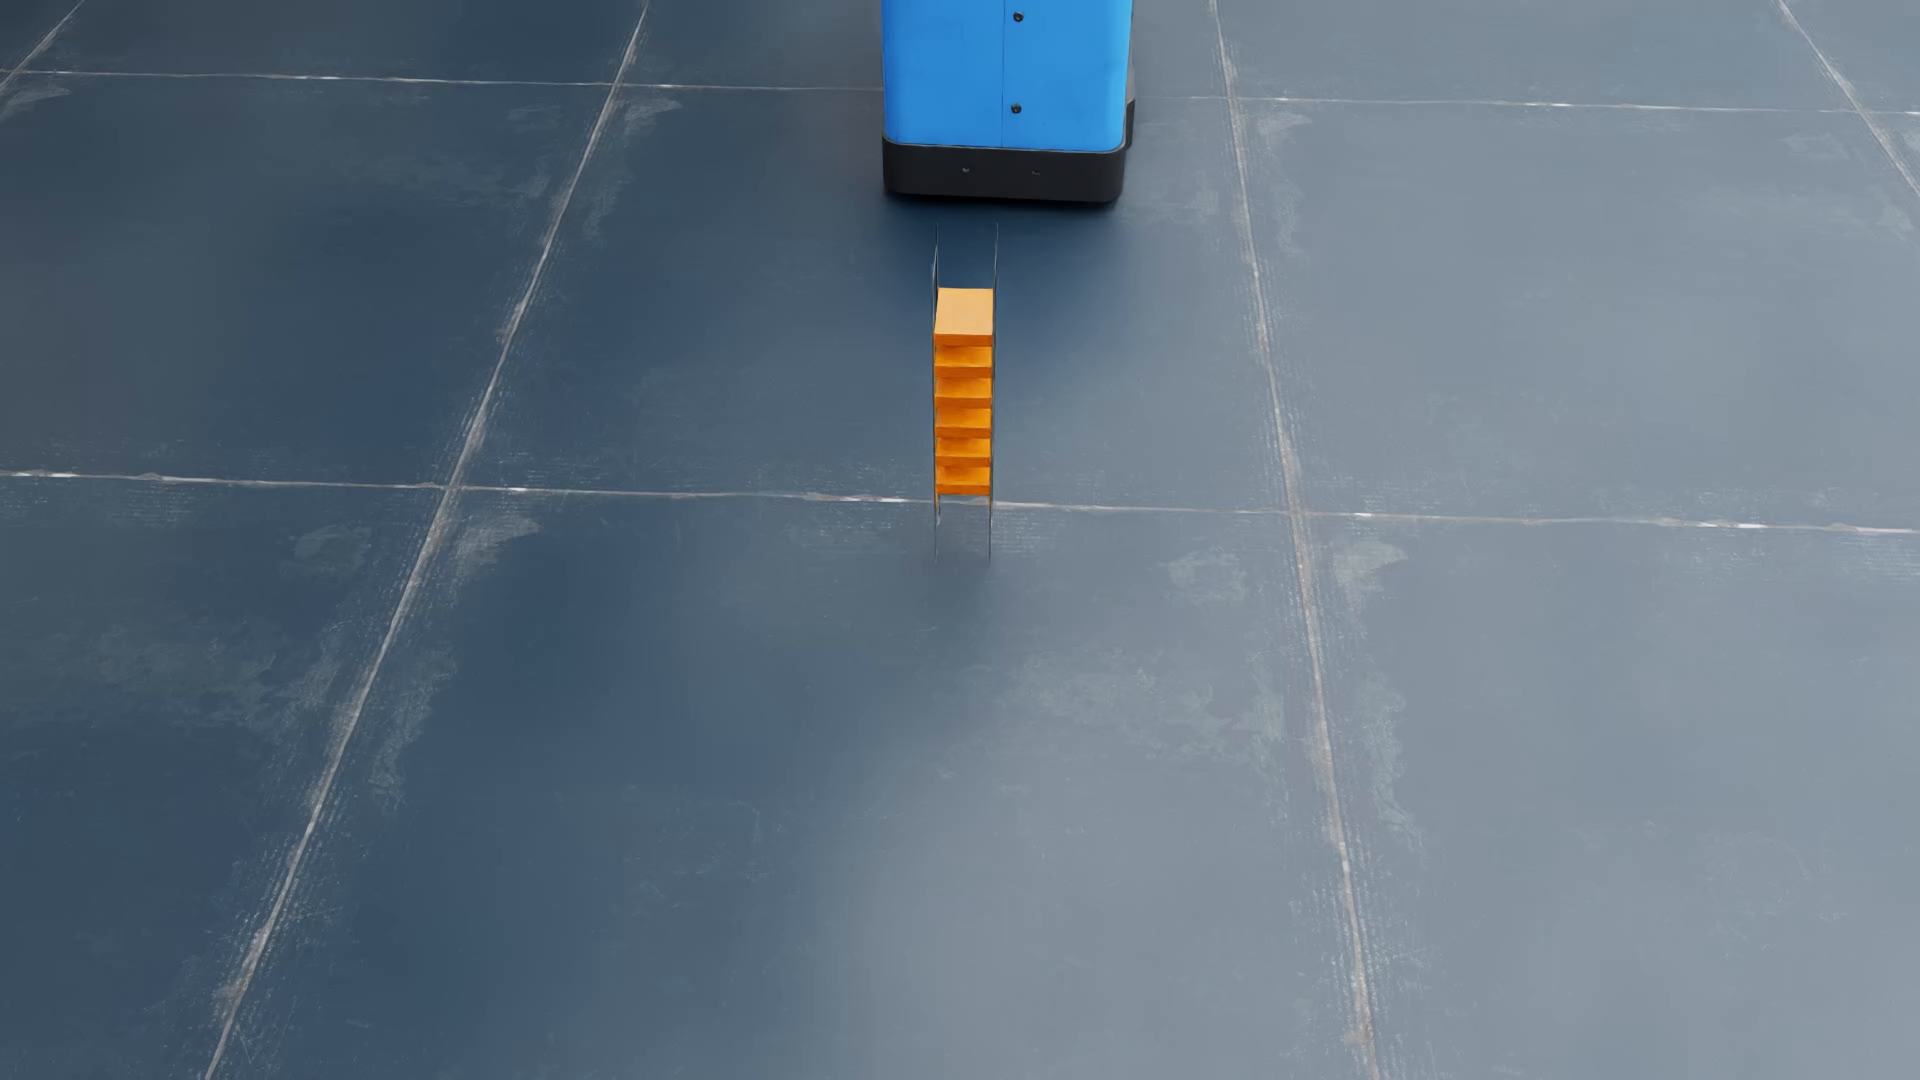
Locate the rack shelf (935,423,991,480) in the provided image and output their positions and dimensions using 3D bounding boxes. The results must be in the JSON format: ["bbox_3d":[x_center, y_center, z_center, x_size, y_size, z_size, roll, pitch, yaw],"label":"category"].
[{"bbox_3d":[0.014,-0.318,5.453,0.180,0.103,0.258,2,43,2],"label":"rack shelf"}]

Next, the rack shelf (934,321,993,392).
[{"bbox_3d":[0.014,-0.582,5.207,0.180,0.103,0.258,2,43,2],"label":"rack shelf"}]

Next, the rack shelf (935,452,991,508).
[{"bbox_3d":[0.014,-0.230,5.534,0.180,0.103,0.258,2,43,2],"label":"rack shelf"}]

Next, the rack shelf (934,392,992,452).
[{"bbox_3d":[0.014,-0.406,5.371,0.180,0.103,0.258,2,43,2],"label":"rack shelf"}]

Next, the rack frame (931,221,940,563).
[{"bbox_3d":[-0.077,-0.441,5.344,0.006,1.200,0.240,2,43,2],"label":"rack frame"}]

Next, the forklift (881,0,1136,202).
[{"bbox_3d":[0.304,-3.538,7.398,1.130,2.935,3.031,3,43,4],"label":"forklift"}]

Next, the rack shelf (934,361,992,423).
[{"bbox_3d":[0.014,-0.494,5.289,0.180,0.103,0.258,2,43,2],"label":"rack shelf"}]

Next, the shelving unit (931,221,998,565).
[{"bbox_3d":[0.014,-0.439,5.341,0.189,1.200,0.258,2,43,2],"label":"shelving unit"}]

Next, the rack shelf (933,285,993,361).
[{"bbox_3d":[0.014,-0.669,5.125,0.180,0.103,0.258,2,43,2],"label":"rack shelf"}]

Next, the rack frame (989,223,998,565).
[{"bbox_3d":[0.106,-0.436,5.338,0.006,1.200,0.240,2,43,2],"label":"rack frame"}]
